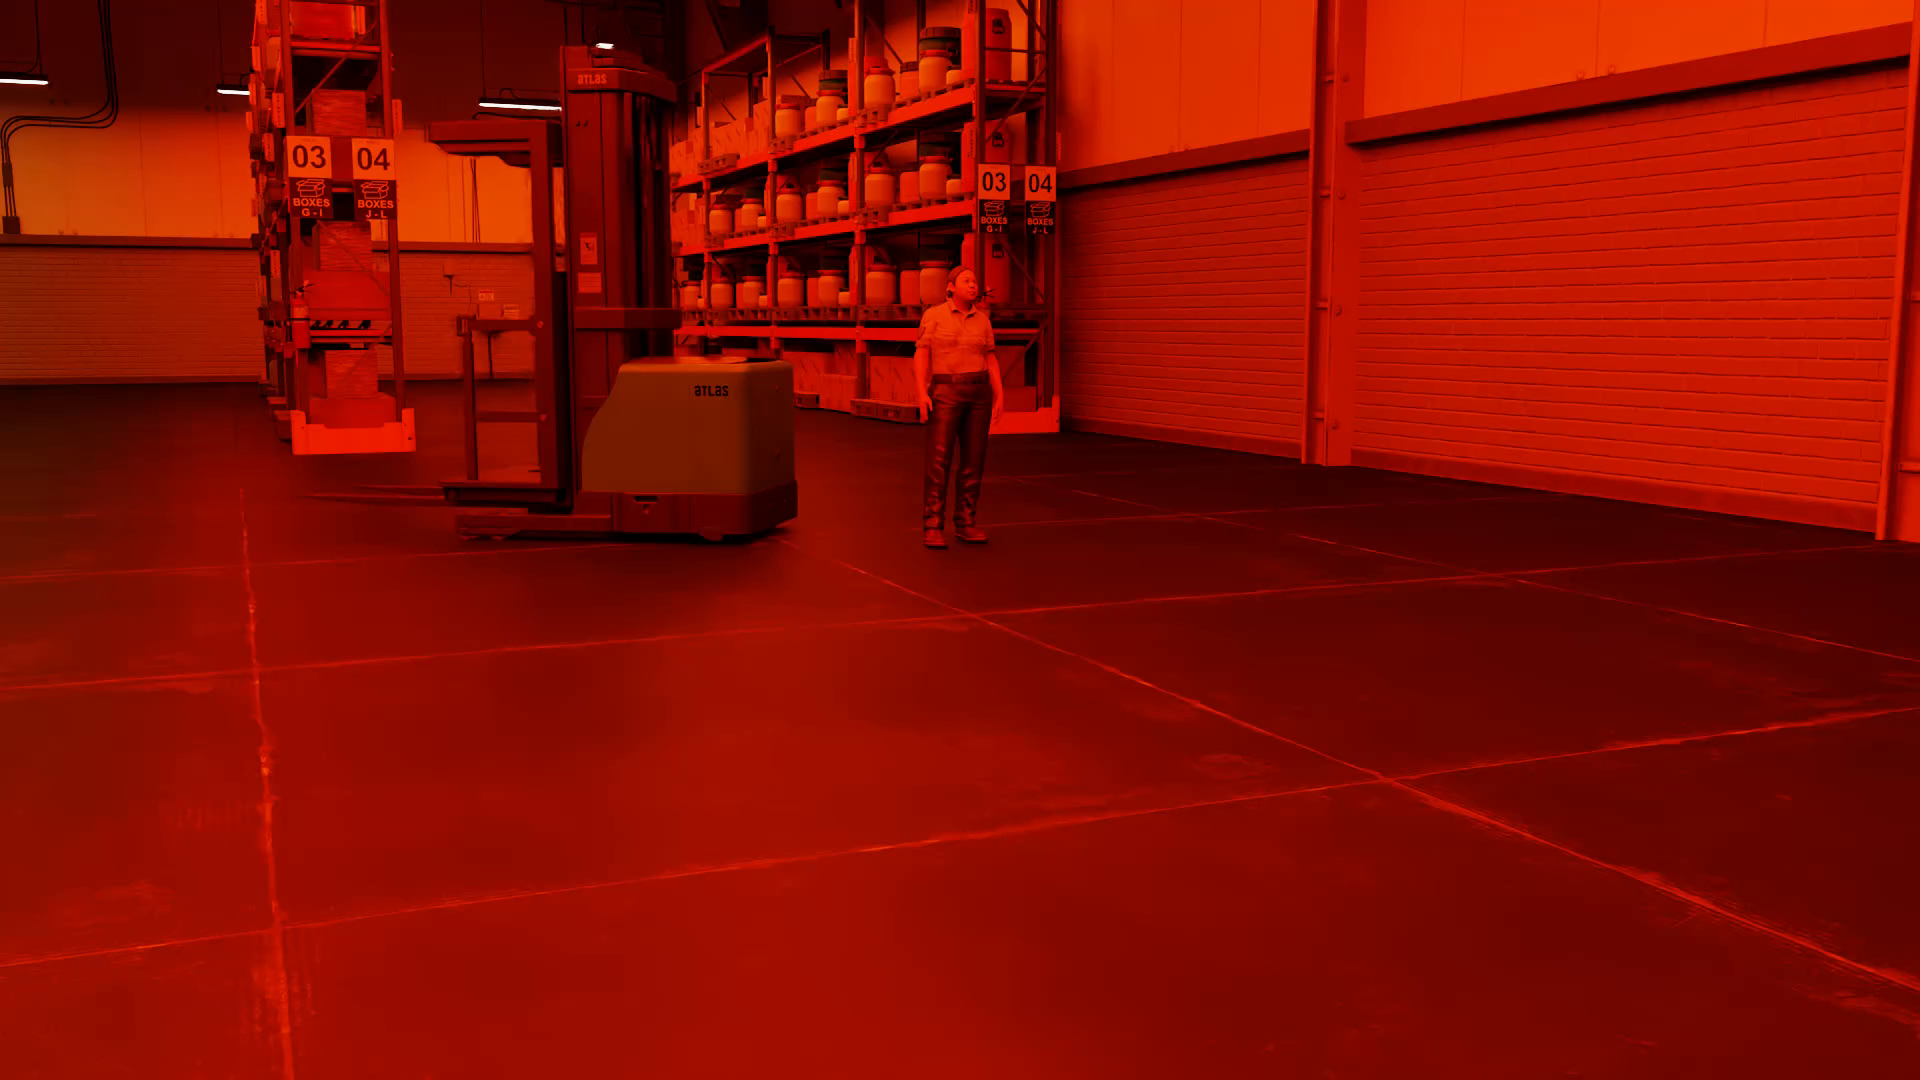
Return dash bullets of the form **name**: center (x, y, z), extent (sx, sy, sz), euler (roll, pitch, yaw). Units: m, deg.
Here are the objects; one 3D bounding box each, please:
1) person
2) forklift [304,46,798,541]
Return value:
- **person**: center (0.015, -0.812, 9.954), extent (0.598, 1.651, 0.502), euler (-3, 8, -23)
- **forklift**: center (-2.621, -1.516, 10.440), extent (3.031, 2.935, 1.130), euler (1, 8, 11)
